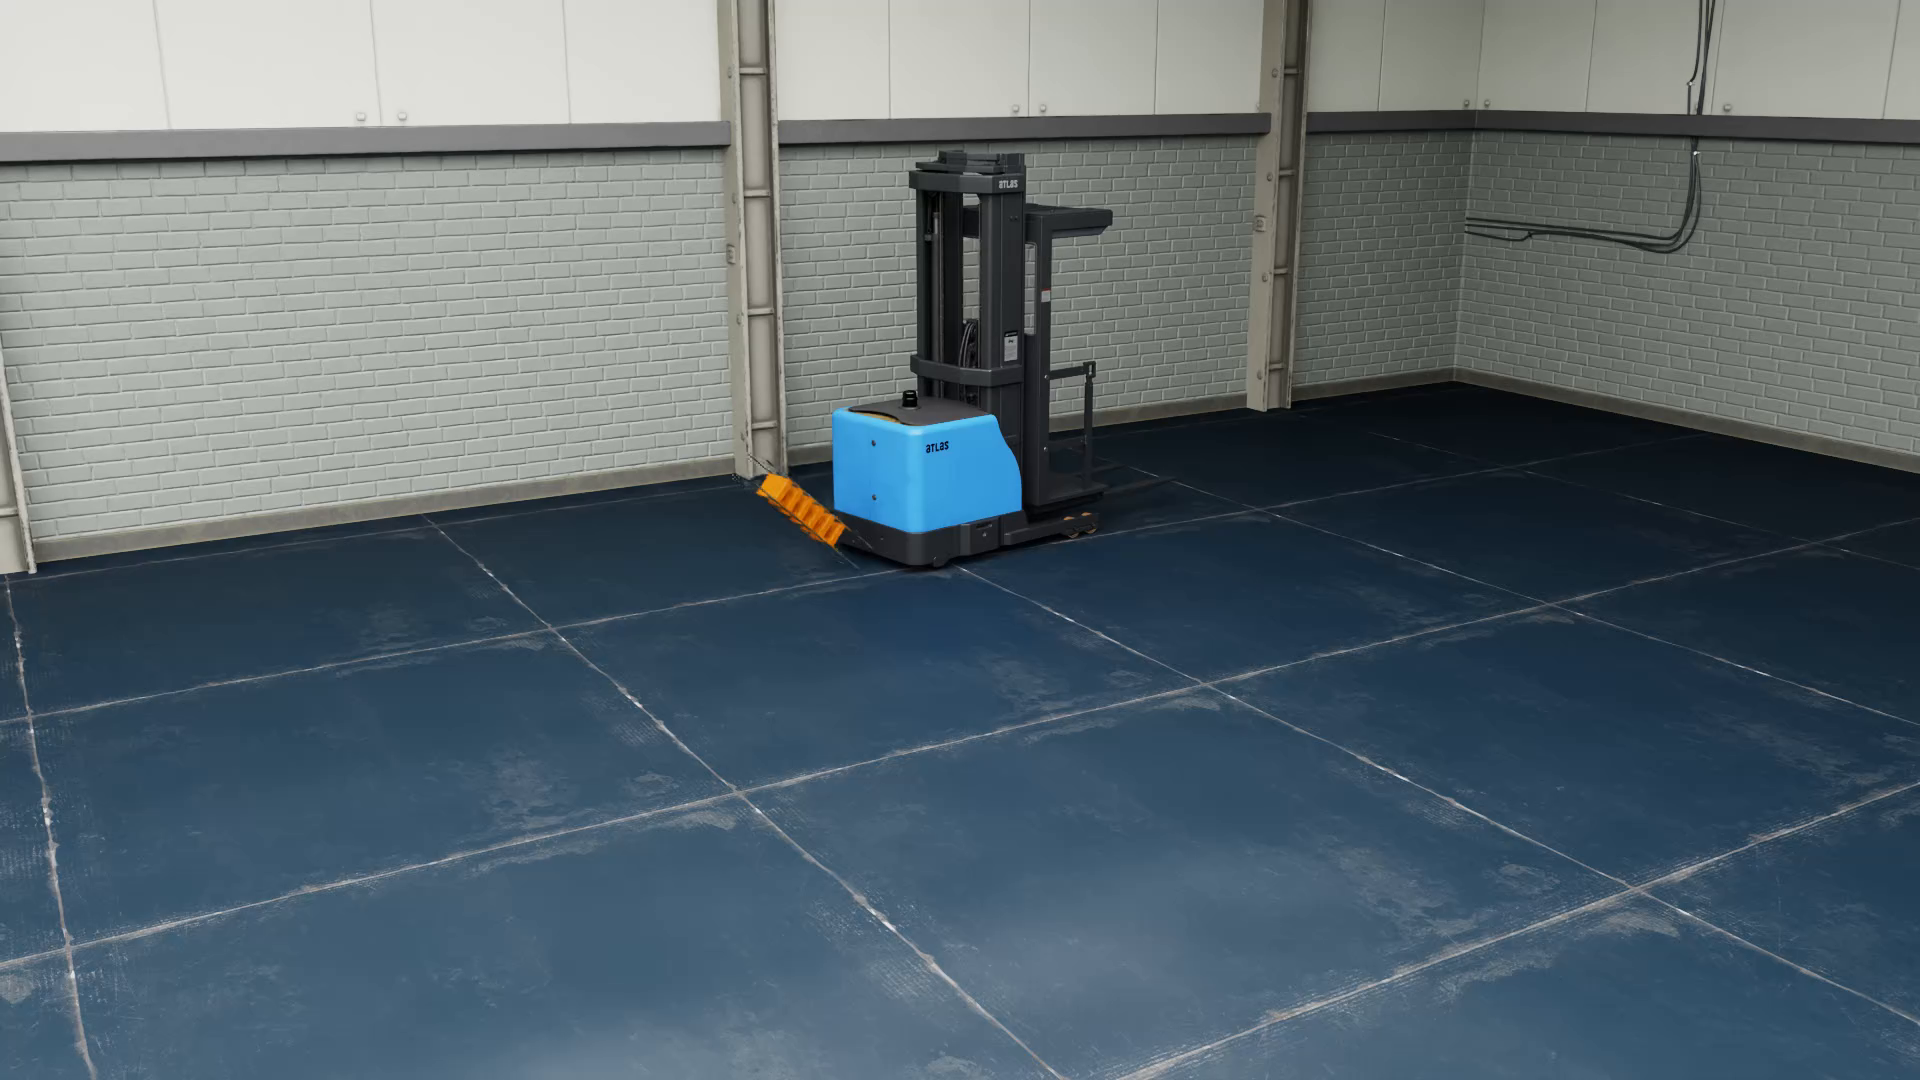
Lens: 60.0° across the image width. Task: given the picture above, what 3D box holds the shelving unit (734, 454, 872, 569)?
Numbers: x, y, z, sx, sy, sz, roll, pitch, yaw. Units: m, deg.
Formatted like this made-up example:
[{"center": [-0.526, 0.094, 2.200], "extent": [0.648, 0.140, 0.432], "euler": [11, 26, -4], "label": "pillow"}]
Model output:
[{"center": [-1.105, -0.193, 11.845], "extent": [0.258, 0.189, 1.200], "euler": [17, -18, 47], "label": "shelving unit"}]

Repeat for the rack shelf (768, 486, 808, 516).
[{"center": [-1.216, -0.293, 11.718], "extent": [0.258, 0.180, 0.103], "euler": [17, -18, 47], "label": "rack shelf"}]

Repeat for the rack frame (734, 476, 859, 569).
[{"center": [-1.152, -0.117, 11.825], "extent": [0.240, 0.006, 1.200], "euler": [17, -18, 47], "label": "rack frame"}]

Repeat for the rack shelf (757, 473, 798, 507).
[{"center": [-1.284, -0.354, 11.640], "extent": [0.258, 0.180, 0.103], "euler": [17, -18, 47], "label": "rack shelf"}]

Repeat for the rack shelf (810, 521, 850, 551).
[{"center": [-0.944, -0.048, 12.029], "extent": [0.258, 0.180, 0.103], "euler": [17, -18, 47], "label": "rack shelf"}]

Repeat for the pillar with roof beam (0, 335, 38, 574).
[{"center": [-4.729, -3.109, 7.330], "extent": [0.400, 9.000, 9.100], "euler": [-9, 18, -30], "label": "pillar with roof beam"}]

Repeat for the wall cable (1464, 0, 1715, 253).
[{"center": [6.547, -4.382, 17.623], "extent": [0.112, 2.526, 3.097], "euler": [-9, 18, -30], "label": "wall cable"}]

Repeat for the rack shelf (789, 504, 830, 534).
[{"center": [-1.080, -0.170, 11.874], "extent": [0.258, 0.180, 0.103], "euler": [17, -18, 47], "label": "rack shelf"}]

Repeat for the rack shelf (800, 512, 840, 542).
[{"center": [-1.012, -0.109, 11.951], "extent": [0.258, 0.180, 0.103], "euler": [17, -18, 47], "label": "rack shelf"}]

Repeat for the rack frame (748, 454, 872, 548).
[{"center": [-1.059, -0.270, 11.865], "extent": [0.240, 0.006, 1.200], "euler": [17, -18, 47], "label": "rack frame"}]

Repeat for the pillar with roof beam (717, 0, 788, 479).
[{"center": [0.414, -3.943, 10.305], "extent": [0.400, 9.000, 9.100], "euler": [-9, 18, -30], "label": "pillar with roof beam"}]

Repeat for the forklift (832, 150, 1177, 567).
[{"center": [0.469, -1.522, 12.909], "extent": [3.031, 2.935, 1.130], "euler": [-13, 20, -39], "label": "forklift"}]

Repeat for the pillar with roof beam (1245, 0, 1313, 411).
[{"center": [5.558, -4.777, 13.281], "extent": [0.400, 9.000, 9.100], "euler": [-9, 18, -30], "label": "pillar with roof beam"}]

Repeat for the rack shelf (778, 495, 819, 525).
[{"center": [-1.148, -0.231, 11.796], "extent": [0.258, 0.180, 0.103], "euler": [17, -18, 47], "label": "rack shelf"}]
